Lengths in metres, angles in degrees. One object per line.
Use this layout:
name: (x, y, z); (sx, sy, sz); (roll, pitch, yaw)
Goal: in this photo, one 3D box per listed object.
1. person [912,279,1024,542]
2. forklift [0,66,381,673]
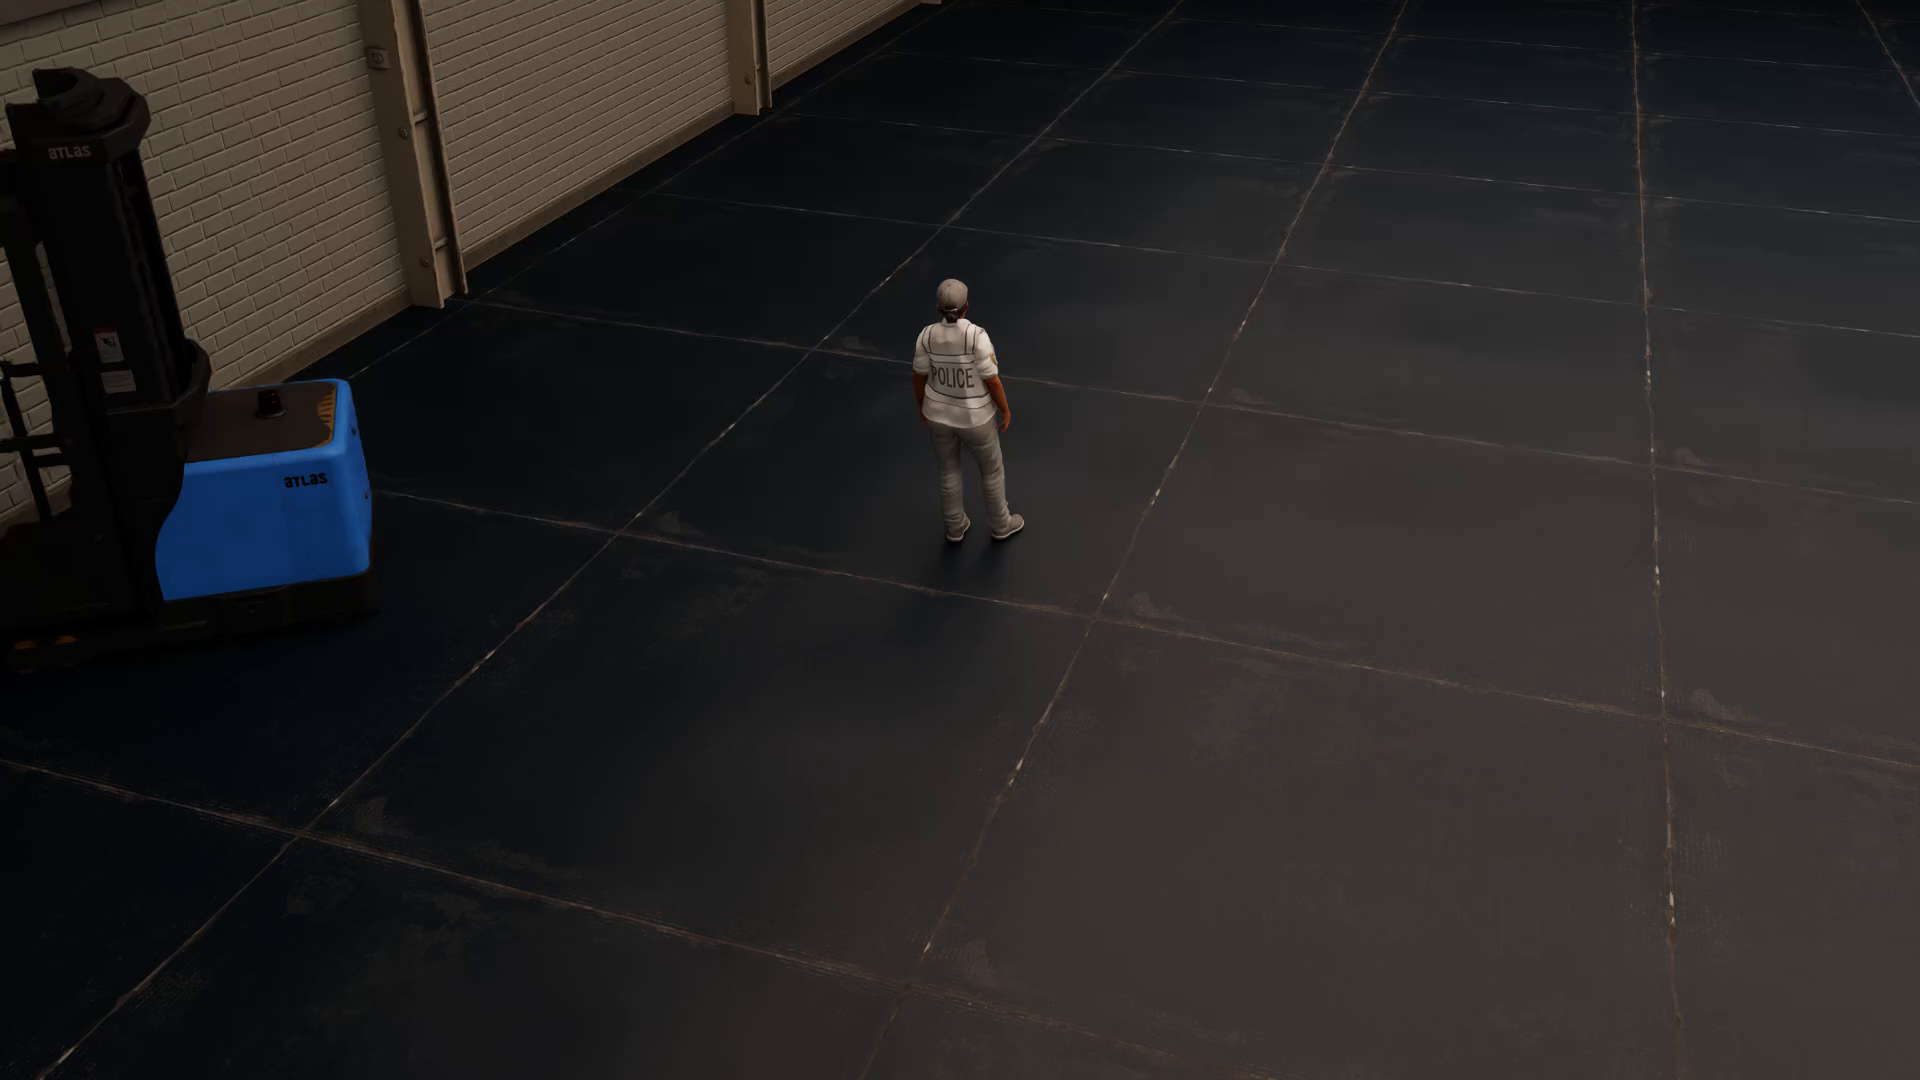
person: (0.047, -0.762, 9.736); (0.598, 1.670, 0.529); (10, 31, 16)
forklift: (-4.835, -0.857, 8.639); (3.031, 2.935, 1.130); (-8, 31, -14)
